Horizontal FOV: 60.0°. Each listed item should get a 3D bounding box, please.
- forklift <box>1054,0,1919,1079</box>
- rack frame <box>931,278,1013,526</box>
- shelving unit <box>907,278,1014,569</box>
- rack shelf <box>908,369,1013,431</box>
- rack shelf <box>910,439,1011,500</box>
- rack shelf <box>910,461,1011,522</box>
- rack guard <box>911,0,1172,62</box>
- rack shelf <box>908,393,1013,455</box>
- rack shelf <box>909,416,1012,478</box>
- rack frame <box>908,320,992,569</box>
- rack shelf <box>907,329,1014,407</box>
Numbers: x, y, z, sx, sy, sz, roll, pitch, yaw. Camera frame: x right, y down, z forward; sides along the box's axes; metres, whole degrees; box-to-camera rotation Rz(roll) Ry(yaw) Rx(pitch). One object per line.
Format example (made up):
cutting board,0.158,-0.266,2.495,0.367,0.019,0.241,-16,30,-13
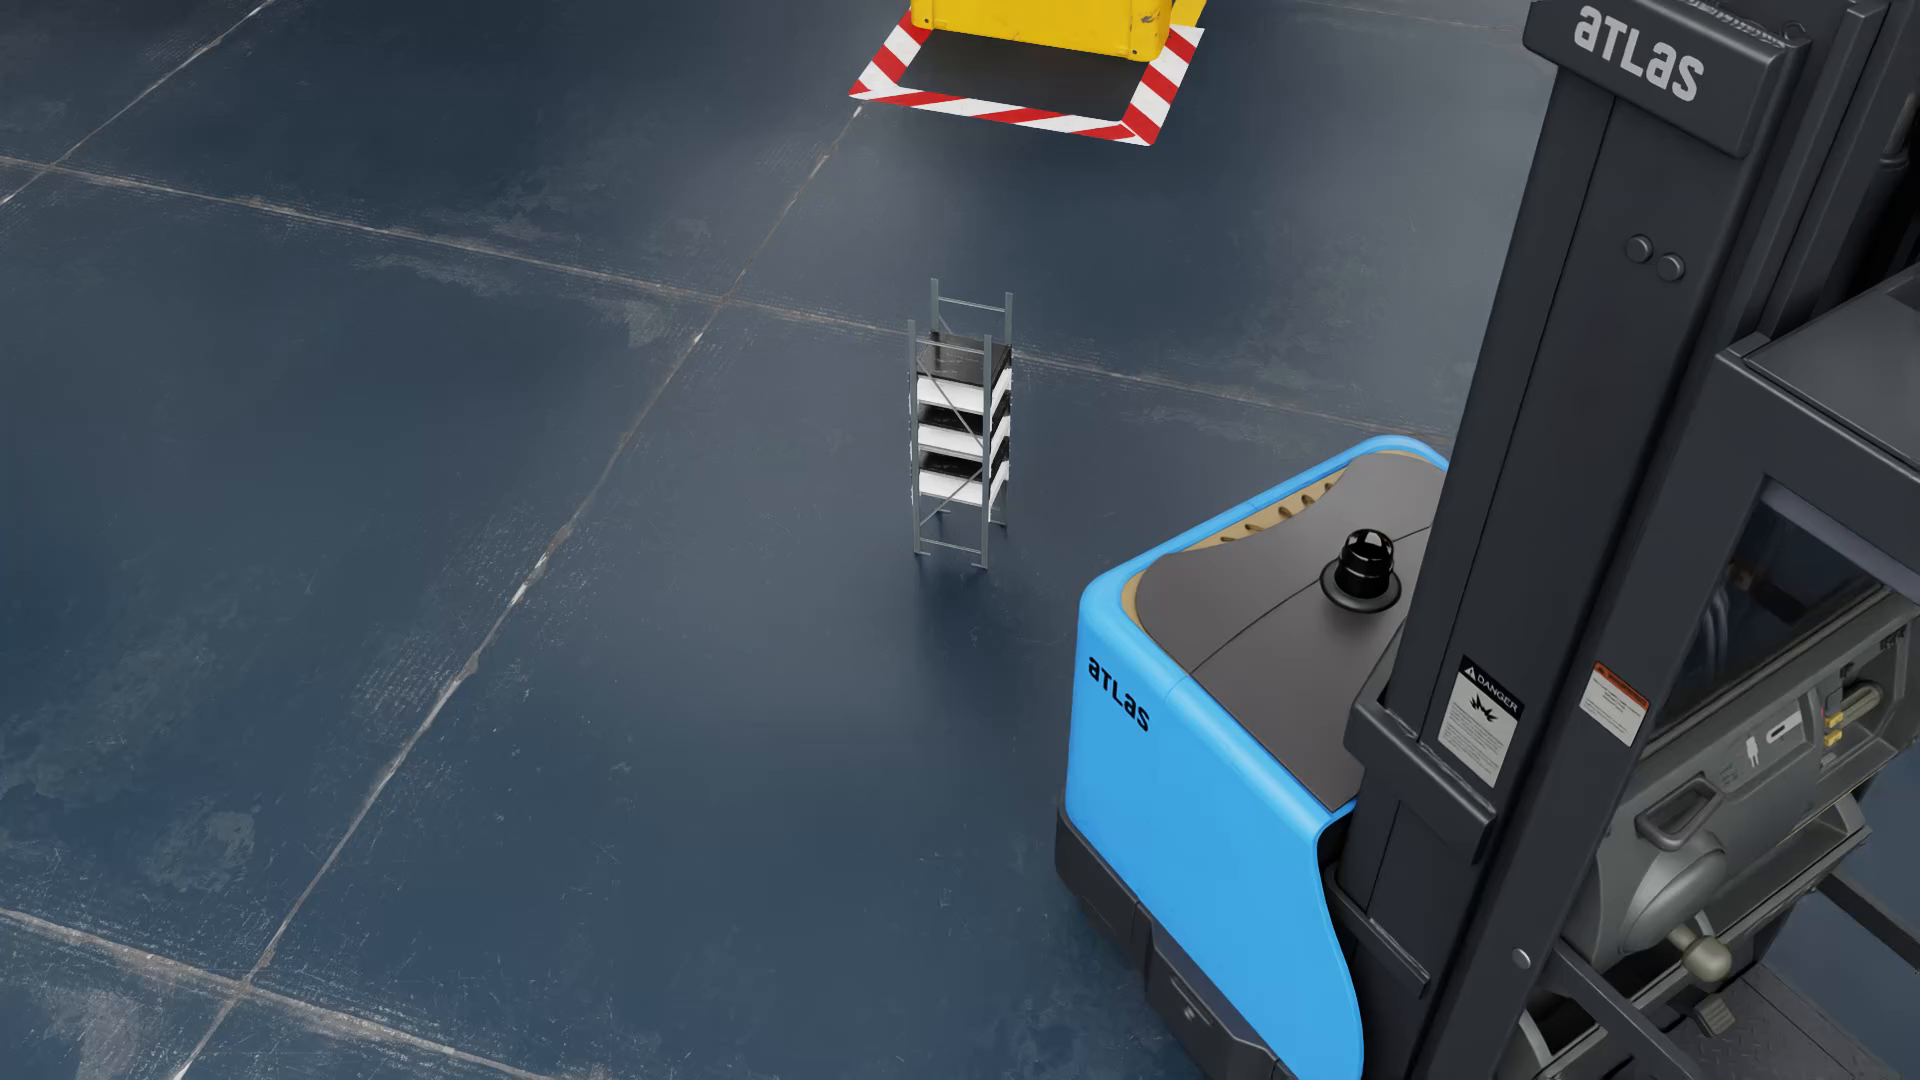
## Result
forklift,1.487,0.484,2.660,1.130,2.935,3.031,-25,50,-24
rack frame,0.033,-0.395,5.010,0.240,0.900,0.006,13,46,12
shelving unit,0.002,-0.327,4.941,0.258,0.900,0.210,13,46,12
rack shelf,0.002,-0.432,4.838,0.258,0.077,0.200,13,46,12
rack shelf,0.002,-0.239,5.027,0.258,0.077,0.200,13,46,12
rack shelf,0.002,-0.175,5.090,0.258,0.077,0.200,13,46,12
rack guard,0.365,-2.543,7.492,1.175,0.500,0.348,13,46,13
rack shelf,0.002,-0.368,4.901,0.258,0.077,0.200,13,46,12
rack shelf,0.002,-0.303,4.964,0.258,0.077,0.200,13,46,12
rack frame,-0.028,-0.259,4.872,0.240,0.900,0.006,13,46,12
rack shelf,0.002,-0.496,4.775,0.258,0.077,0.200,13,46,12
